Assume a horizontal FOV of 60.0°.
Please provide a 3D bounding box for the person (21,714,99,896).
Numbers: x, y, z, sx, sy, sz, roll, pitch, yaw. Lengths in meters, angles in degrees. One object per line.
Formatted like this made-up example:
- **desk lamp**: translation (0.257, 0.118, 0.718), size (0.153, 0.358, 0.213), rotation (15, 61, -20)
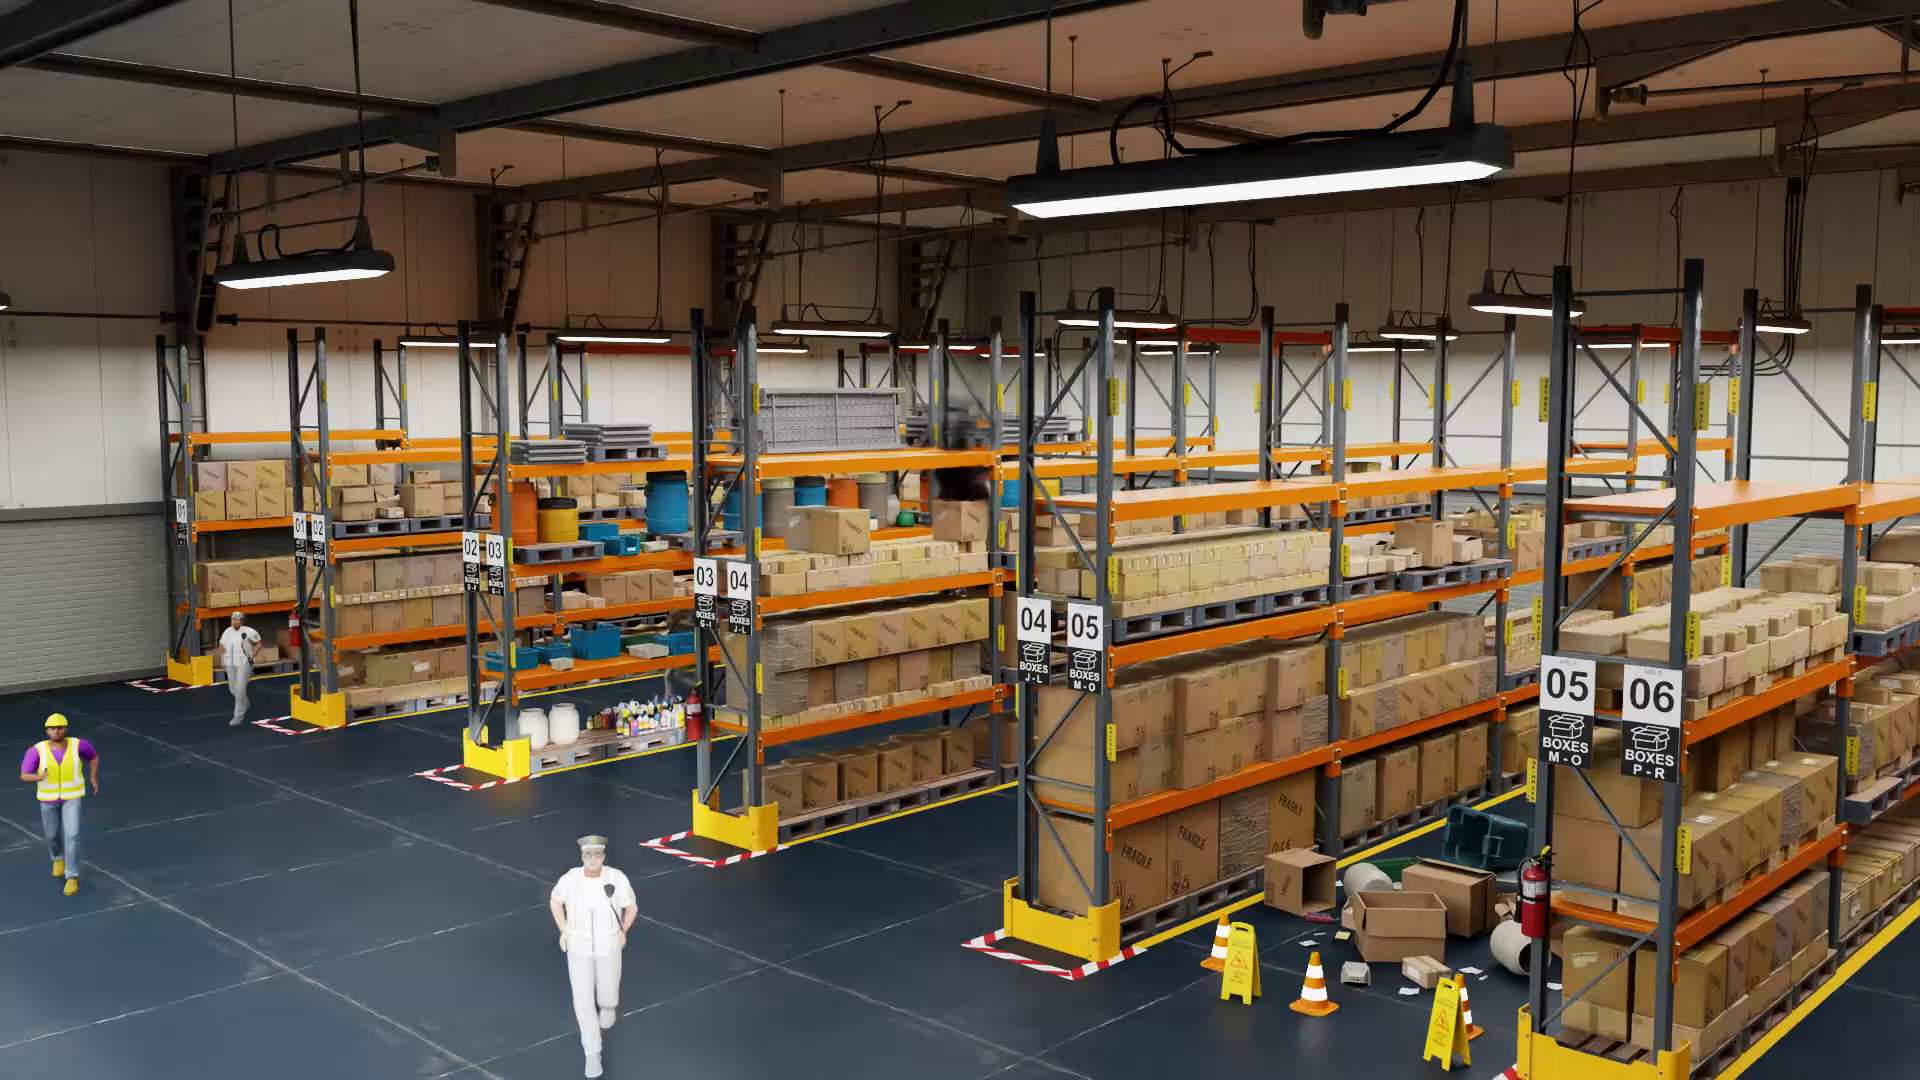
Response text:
- **person**: translation (-9.213, 2.660, 17.037), size (0.691, 1.776, 0.944), rotation (-2, 6, -24)

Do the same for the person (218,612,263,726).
- **person**: translation (-11.056, 1.946, 25.473), size (0.610, 1.694, 0.816), rotation (1, 5, 7)

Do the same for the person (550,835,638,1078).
- **person**: translation (-2.803, 3.110, 12.746), size (0.663, 1.776, 0.843), rotation (-1, 5, -11)

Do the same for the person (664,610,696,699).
- **person**: translation (-4.432, 1.904, 26.288), size (0.815, 1.606, 0.526), rotation (-4, 7, -39)
